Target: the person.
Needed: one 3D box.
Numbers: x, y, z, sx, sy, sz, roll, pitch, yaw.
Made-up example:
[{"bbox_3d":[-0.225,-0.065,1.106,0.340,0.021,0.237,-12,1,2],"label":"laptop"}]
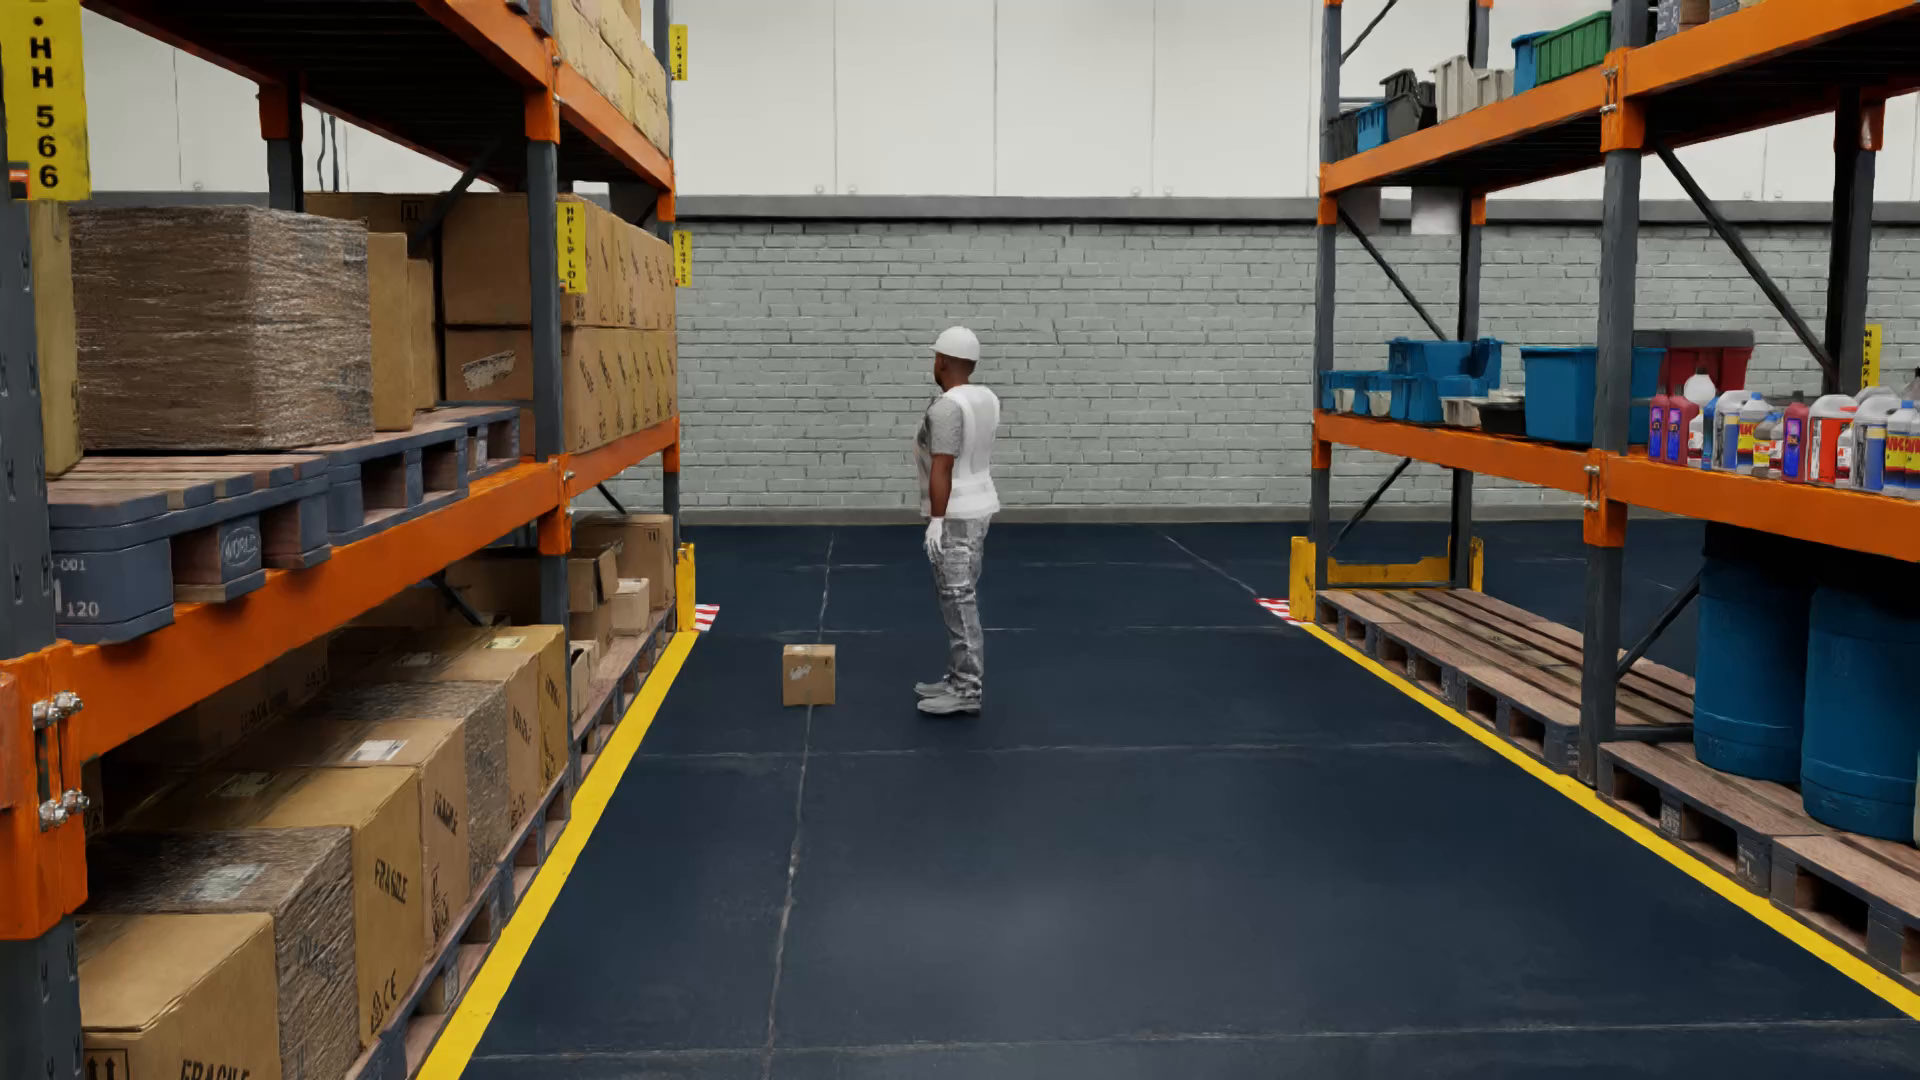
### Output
[{"bbox_3d":[-0.059,-0.101,7.780,0.436,1.787,0.651,2,7,20],"label":"person"}]
